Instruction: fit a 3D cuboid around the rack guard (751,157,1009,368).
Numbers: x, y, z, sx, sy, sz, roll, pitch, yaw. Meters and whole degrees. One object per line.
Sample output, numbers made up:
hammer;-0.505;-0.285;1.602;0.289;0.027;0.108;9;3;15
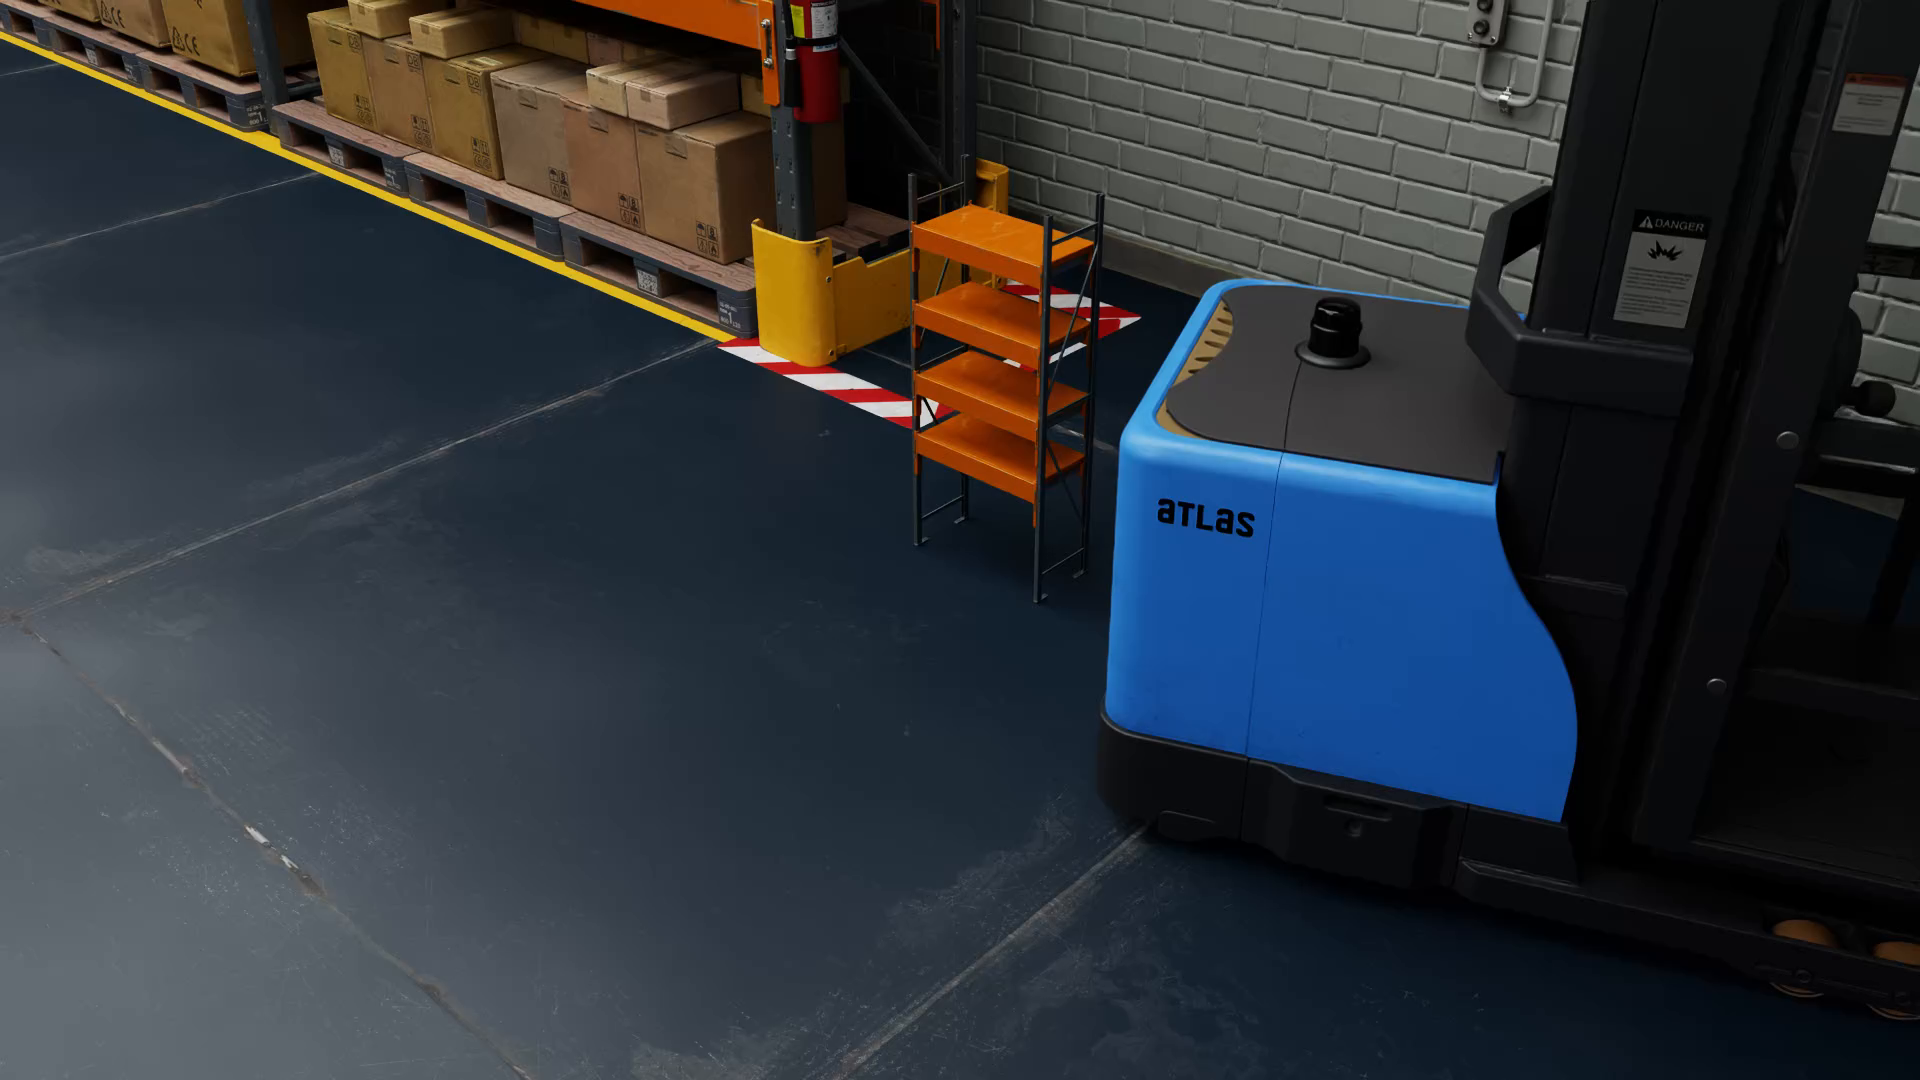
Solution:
rack guard;-0.293;-1.141;6.661;0.348;0.500;1.175;25;39;35

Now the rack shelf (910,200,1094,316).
rack shelf;0.123;-0.793;4.643;0.480;0.148;0.258;25;39;35

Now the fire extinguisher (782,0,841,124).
fire extinguisher;-0.508;-1.799;5.766;0.183;0.674;0.296;25;39;35

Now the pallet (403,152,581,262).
pallet;-1.856;-1.695;7.861;1.213;0.211;1.003;25;39;35

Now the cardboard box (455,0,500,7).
cardboard box;-2.177;-2.547;7.961;0.250;0.149;0.380;24;38;34

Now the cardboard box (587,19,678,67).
cardboard box;-1.420;-2.194;7.374;0.250;0.149;0.380;26;39;36

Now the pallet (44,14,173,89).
pallet;-4.808;-3.071;10.146;1.213;0.211;1.003;25;39;35

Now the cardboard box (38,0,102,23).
cardboard box;-5.139;-3.638;10.062;0.750;0.750;0.750;25;39;35

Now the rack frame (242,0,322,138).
rack frame;-3.276;-3.605;8.330;0.127;3.000;1.000;25;39;35

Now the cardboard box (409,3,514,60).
cardboard box;-2.272;-2.325;7.591;0.250;0.149;0.380;24;38;34

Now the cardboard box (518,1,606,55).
cardboard box;-1.798;-2.371;7.667;0.250;0.149;0.380;24;39;34

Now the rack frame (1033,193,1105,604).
rack frame;0.304;-0.372;4.705;0.015;1.200;0.240;25;39;35

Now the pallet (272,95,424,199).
pallet;-2.765;-2.117;8.562;1.213;0.211;1.003;25;39;35

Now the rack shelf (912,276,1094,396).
rack shelf;0.123;-0.591;4.765;0.480;0.148;0.258;25;39;35

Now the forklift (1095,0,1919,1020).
forklift;1.906;-0.542;3.308;3.031;2.935;1.130;10;33;17

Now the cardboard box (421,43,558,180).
cardboard box;-2.041;-2.062;7.784;0.500;0.500;0.700;26;40;36

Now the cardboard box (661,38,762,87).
cardboard box;-1.046;-2.020;7.084;0.250;0.149;0.380;25;39;35

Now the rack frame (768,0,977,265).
rack frame;-0.310;-2.220;6.030;0.127;3.000;1.000;25;39;35

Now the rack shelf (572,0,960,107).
rack shelf;-1.793;-2.604;7.365;4.000;0.370;1.077;25;39;35

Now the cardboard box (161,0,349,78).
cardboard box;-3.845;-3.039;9.067;0.750;0.750;0.750;26;39;36

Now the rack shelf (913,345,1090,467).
rack shelf;0.123;-0.399;4.880;0.480;0.148;0.258;25;39;35

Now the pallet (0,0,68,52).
pallet;-5.708;-3.493;10.847;1.213;0.211;1.003;25;39;35

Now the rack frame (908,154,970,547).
rack frame;-0.058;-0.541;4.986;0.015;1.200;0.240;25;39;35

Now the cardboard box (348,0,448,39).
cardboard box;-2.659;-2.505;7.891;0.250;0.149;0.380;27;40;37

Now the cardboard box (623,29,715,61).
cardboard box;-1.231;-2.106;7.228;0.250;0.149;0.380;25;39;35

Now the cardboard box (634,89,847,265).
cardboard box;-0.896;-1.534;6.905;0.500;0.500;0.700;25;39;35

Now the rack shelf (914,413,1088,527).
rack shelf;0.123;-0.229;4.982;0.480;0.148;0.258;25;39;35

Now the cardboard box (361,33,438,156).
cardboard box;-2.420;-2.241;8.080;0.500;0.500;0.700;25;39;35

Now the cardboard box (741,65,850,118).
cardboard box;-0.670;-1.845;6.793;0.250;0.149;0.380;25;39;35

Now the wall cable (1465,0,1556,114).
wall cable;1.274;-2.574;5.633;1.851;1.984;0.084;25;39;35

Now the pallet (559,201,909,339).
pallet;-0.956;-1.273;7.159;1.213;0.211;1.003;25;39;35

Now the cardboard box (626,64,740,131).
cardboard box;-1.114;-1.786;6.696;0.250;0.149;0.380;25;39;35

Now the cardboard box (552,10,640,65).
cardboard box;-1.611;-2.283;7.521;0.250;0.149;0.380;25;39;36

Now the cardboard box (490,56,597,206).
cardboard box;-1.641;-1.880;7.482;0.500;0.500;0.700;24;38;34

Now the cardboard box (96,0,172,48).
cardboard box;-4.506;-3.346;9.576;0.750;0.750;0.750;26;40;36

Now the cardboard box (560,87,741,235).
cardboard box;-1.268;-1.707;7.193;0.500;0.500;0.700;25;39;35

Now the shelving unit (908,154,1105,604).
shelving unit;0.123;-0.457;4.845;0.503;1.200;0.258;25;39;35

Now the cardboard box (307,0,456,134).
cardboard box;-2.790;-2.416;8.371;0.500;0.500;0.700;26;39;36

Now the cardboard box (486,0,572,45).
cardboard box;-1.990;-2.460;7.815;0.250;0.149;0.380;25;39;36

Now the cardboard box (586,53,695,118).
cardboard box;-1.304;-1.874;6.843;0.250;0.149;0.380;26;40;36

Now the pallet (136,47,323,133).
pallet;-3.899;-2.648;9.445;1.213;0.211;1.003;25;39;35
